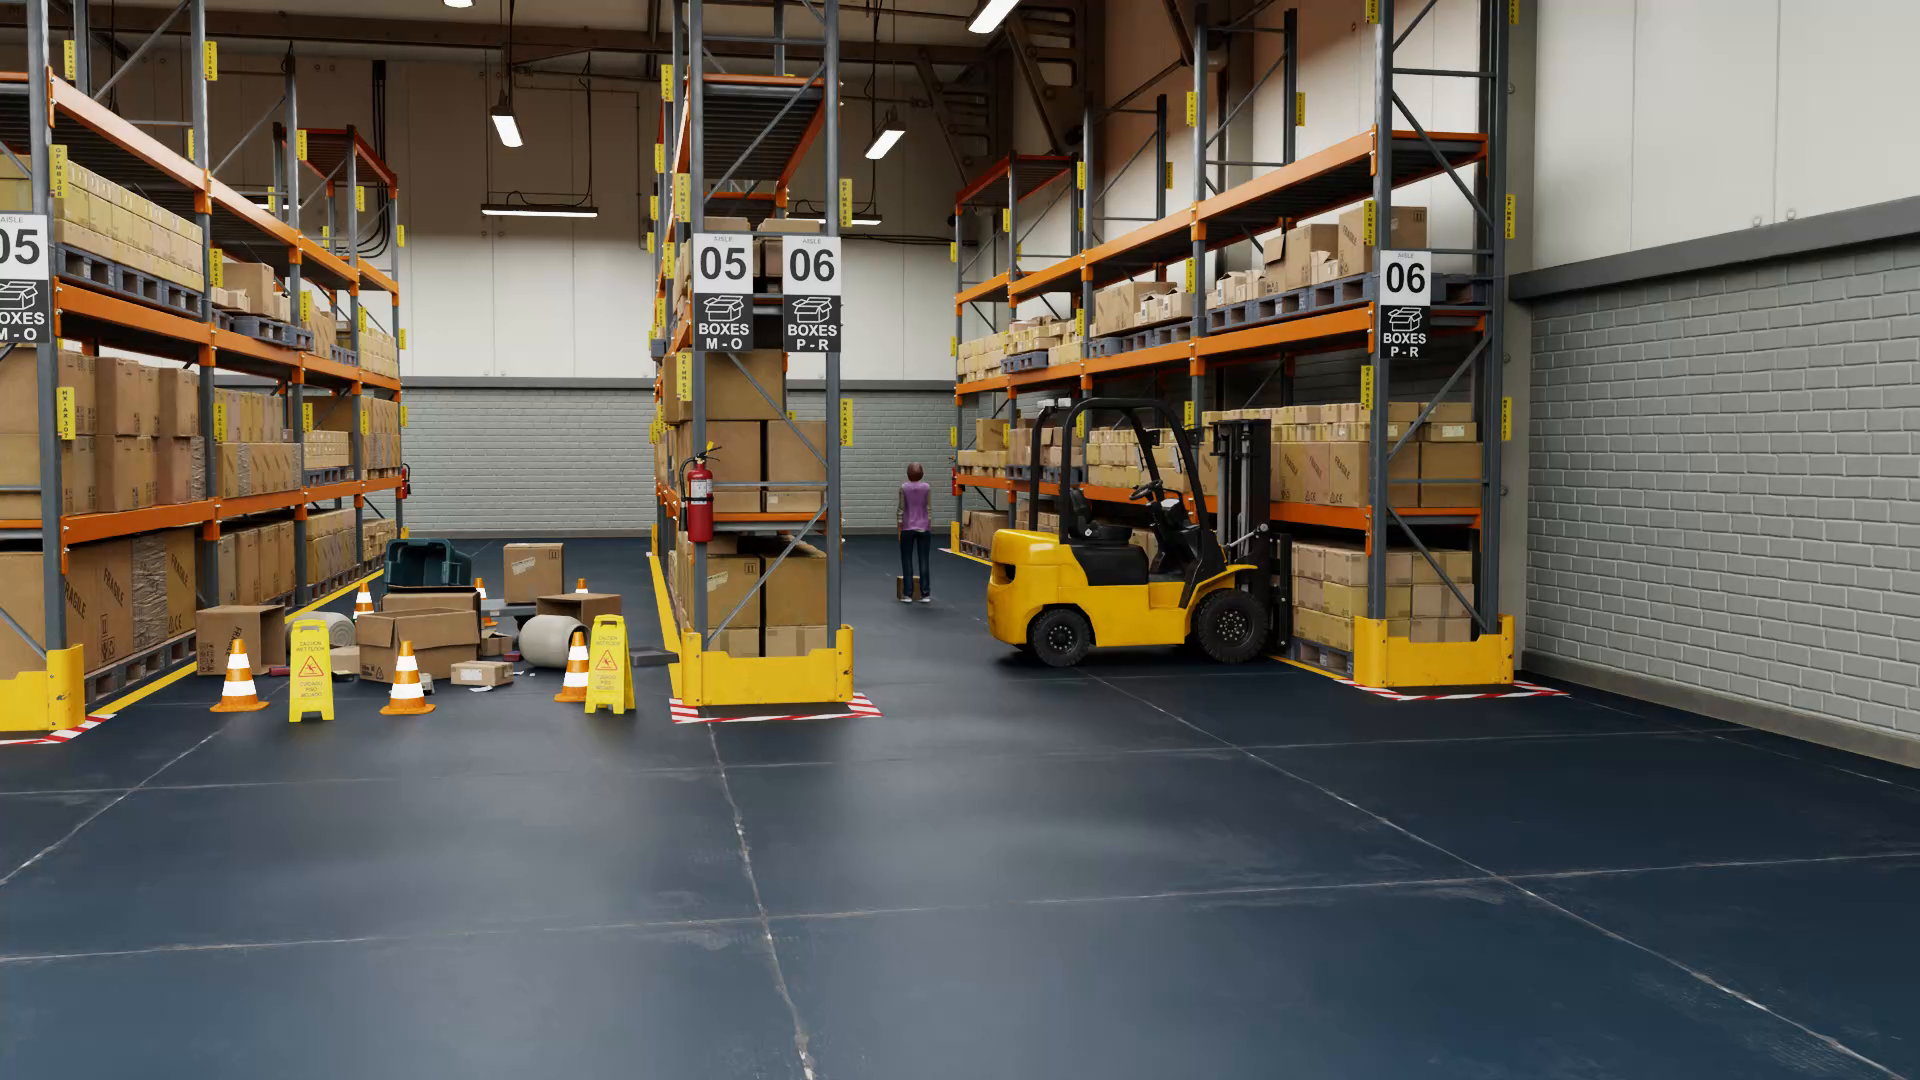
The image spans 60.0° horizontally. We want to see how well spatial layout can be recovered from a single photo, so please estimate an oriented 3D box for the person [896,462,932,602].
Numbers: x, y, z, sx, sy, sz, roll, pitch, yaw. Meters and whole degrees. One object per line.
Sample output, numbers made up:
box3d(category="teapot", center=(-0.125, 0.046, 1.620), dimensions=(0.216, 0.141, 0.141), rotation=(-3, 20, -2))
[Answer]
box3d(category="person", center=(-0.520, -0.088, 18.845), dimensions=(0.405, 1.596, 0.312), rotation=(-1, 3, -10))
